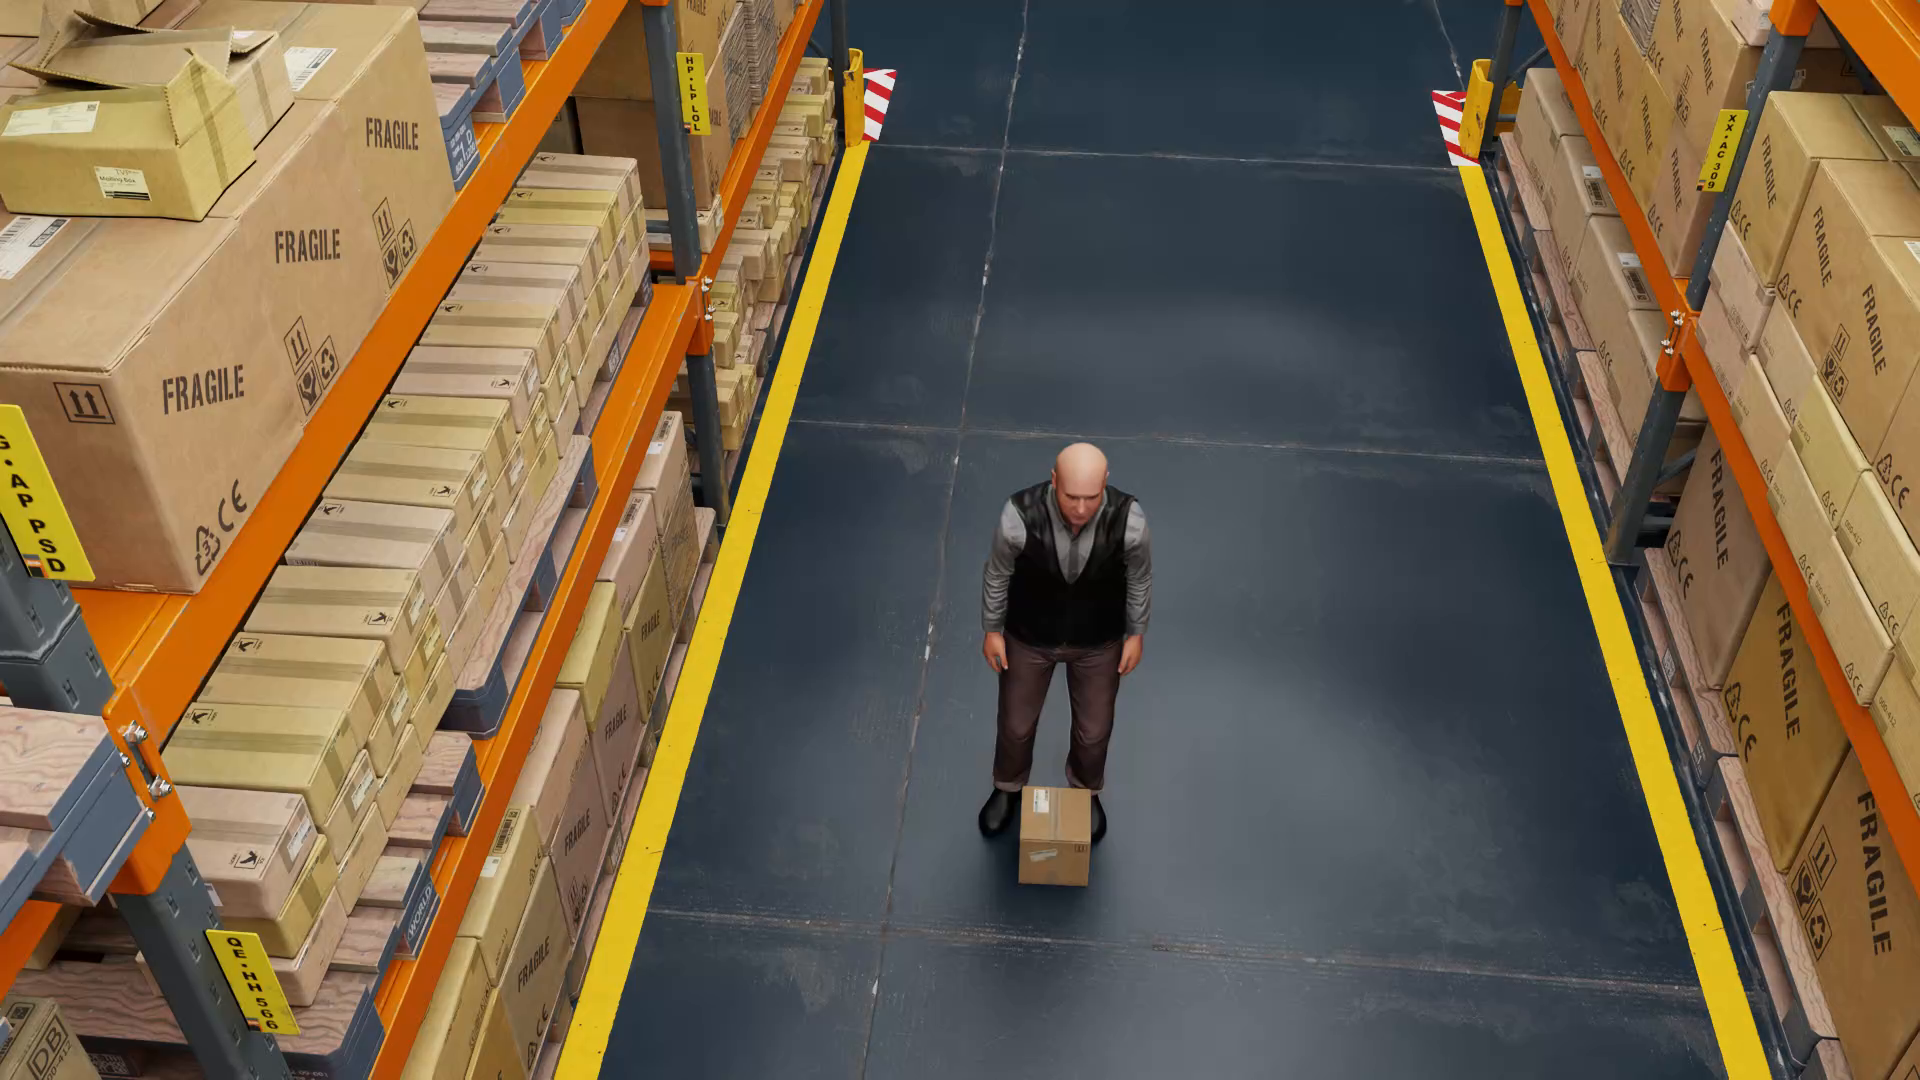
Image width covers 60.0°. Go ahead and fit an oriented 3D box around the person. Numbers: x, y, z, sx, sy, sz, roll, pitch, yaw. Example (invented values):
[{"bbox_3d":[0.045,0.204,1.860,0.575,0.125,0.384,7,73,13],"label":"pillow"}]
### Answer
[{"bbox_3d":[0.363,0.328,5.782,0.579,1.719,0.422,1,40,2],"label":"person"}]
